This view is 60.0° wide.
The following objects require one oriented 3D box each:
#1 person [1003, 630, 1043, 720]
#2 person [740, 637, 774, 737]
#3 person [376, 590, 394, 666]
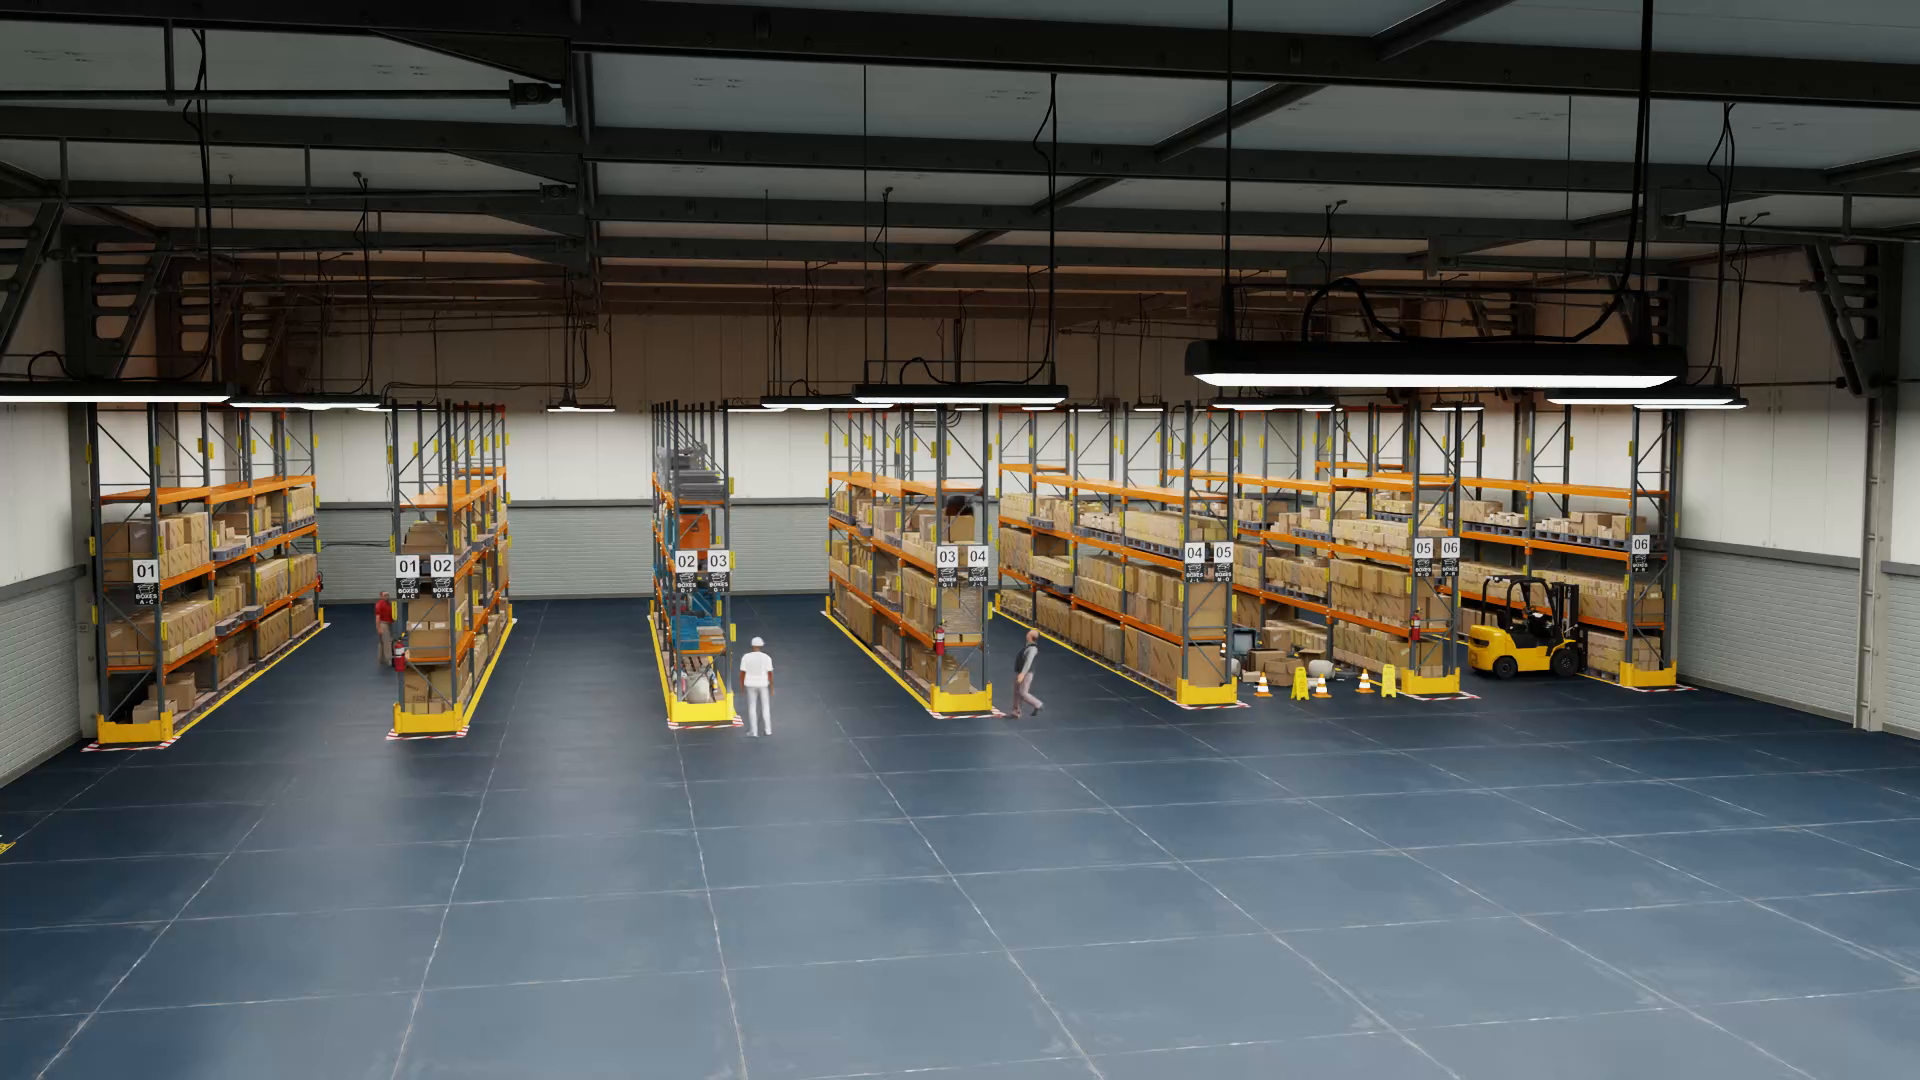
[{"bbox_3d":[1.179,2.536,31.247,0.715,1.683,0.586,-2,5,-21],"label":"person"},{"bbox_3d":[-3.601,2.602,29.617,0.604,1.779,0.515,0,4,0],"label":"person"},{"bbox_3d":[-13.005,2.004,37.924,0.587,1.721,0.564,0,4,-5],"label":"person"}]
